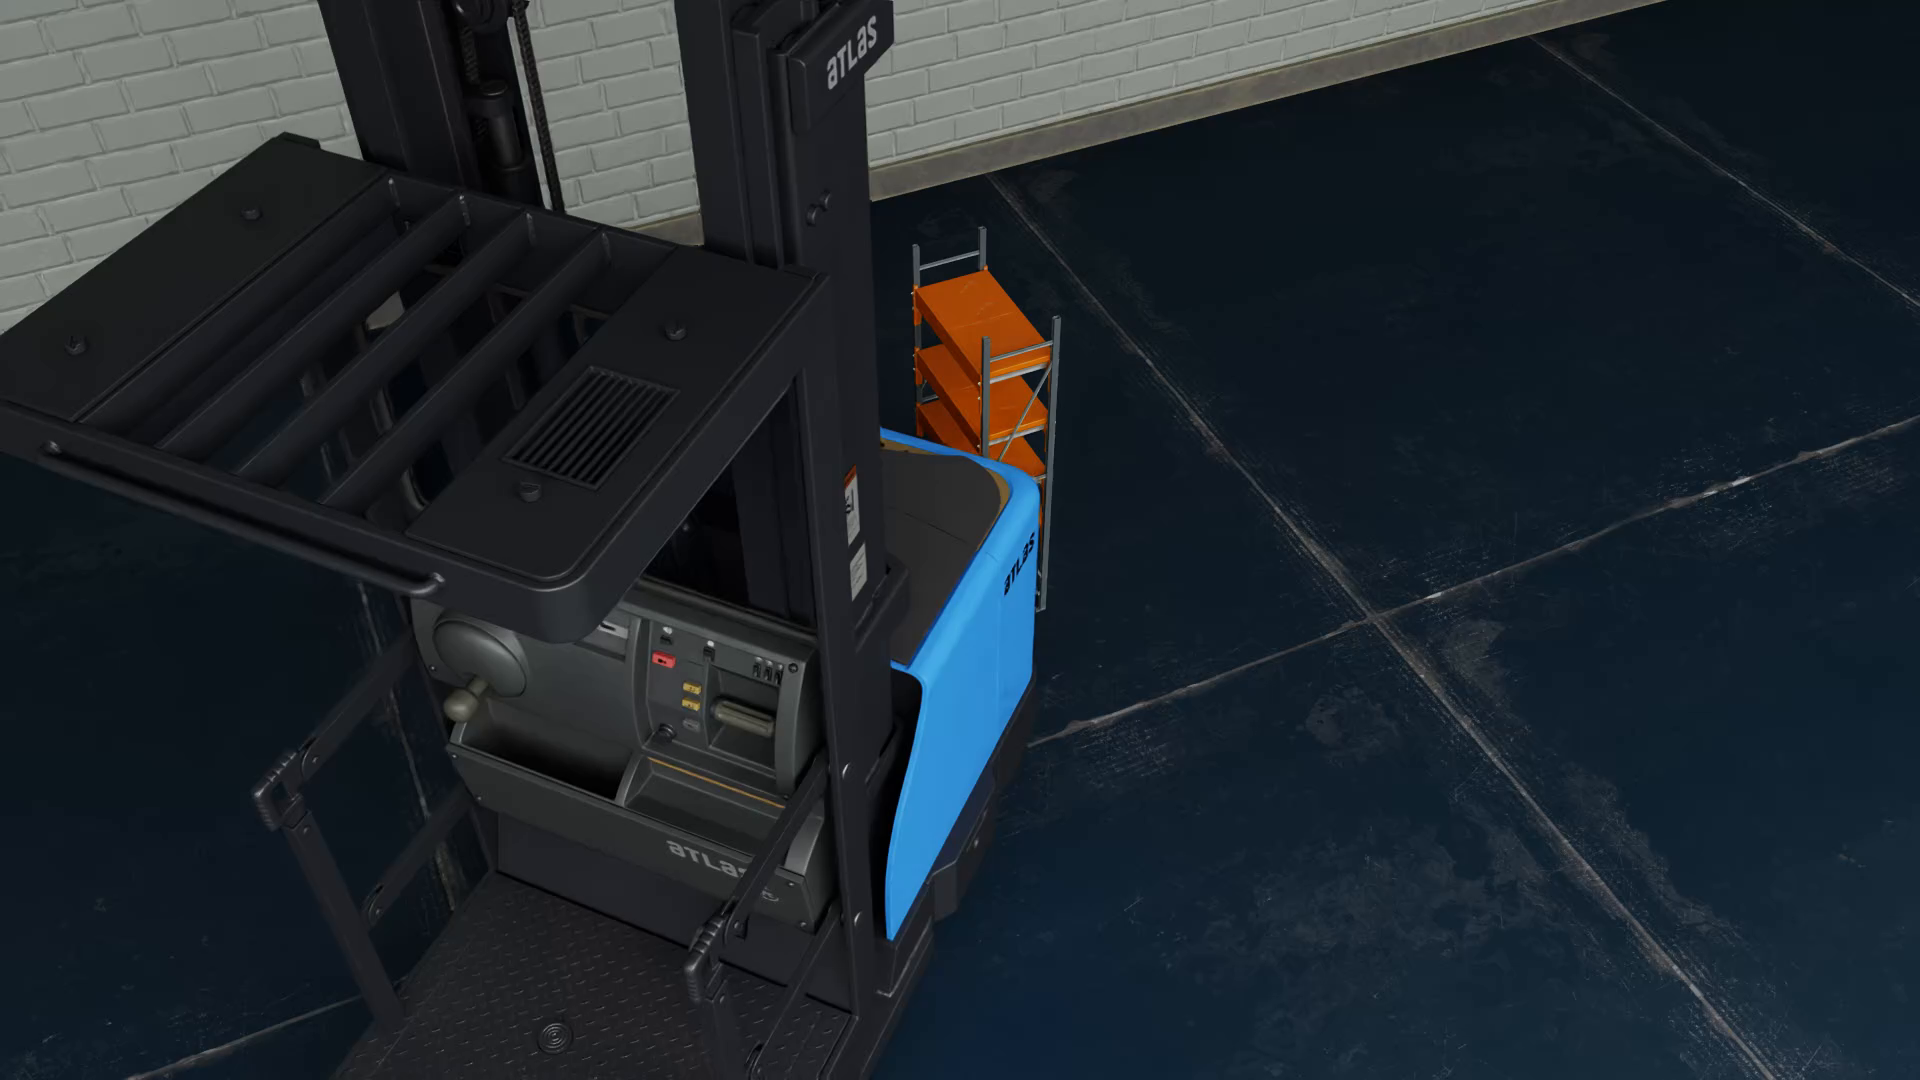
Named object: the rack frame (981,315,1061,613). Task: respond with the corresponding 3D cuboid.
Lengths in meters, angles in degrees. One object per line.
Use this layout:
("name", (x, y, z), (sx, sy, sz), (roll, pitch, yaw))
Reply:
("rack frame", (0.172, -0.166, 5.064), (0.240, 1.200, 0.015), (-18, 47, -17))

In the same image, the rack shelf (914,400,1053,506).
("rack shelf", (0.070, -0.274, 5.269), (0.258, 0.148, 0.480), (-18, 47, -17))

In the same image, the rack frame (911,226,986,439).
("rack frame", (-0.033, -0.477, 5.379), (0.240, 1.200, 0.015), (-18, 47, -17))

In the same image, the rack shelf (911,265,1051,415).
("rack shelf", (0.070, -0.601, 4.946), (0.258, 0.148, 0.480), (-18, 47, -17))

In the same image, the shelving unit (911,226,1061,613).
("shelving unit", (0.070, -0.322, 5.222), (0.258, 1.200, 0.503), (-18, 47, -17))

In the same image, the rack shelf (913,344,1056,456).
("rack shelf", (0.070, -0.433, 5.112), (0.258, 0.148, 0.480), (-18, 47, -17))

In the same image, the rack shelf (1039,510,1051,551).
("rack shelf", (0.070, -0.132, 5.408), (0.258, 0.148, 0.480), (-18, 47, -17))

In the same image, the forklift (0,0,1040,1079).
("forklift", (-0.823, 0.356, 3.302), (1.130, 2.935, 3.031), (17, 47, 16))
